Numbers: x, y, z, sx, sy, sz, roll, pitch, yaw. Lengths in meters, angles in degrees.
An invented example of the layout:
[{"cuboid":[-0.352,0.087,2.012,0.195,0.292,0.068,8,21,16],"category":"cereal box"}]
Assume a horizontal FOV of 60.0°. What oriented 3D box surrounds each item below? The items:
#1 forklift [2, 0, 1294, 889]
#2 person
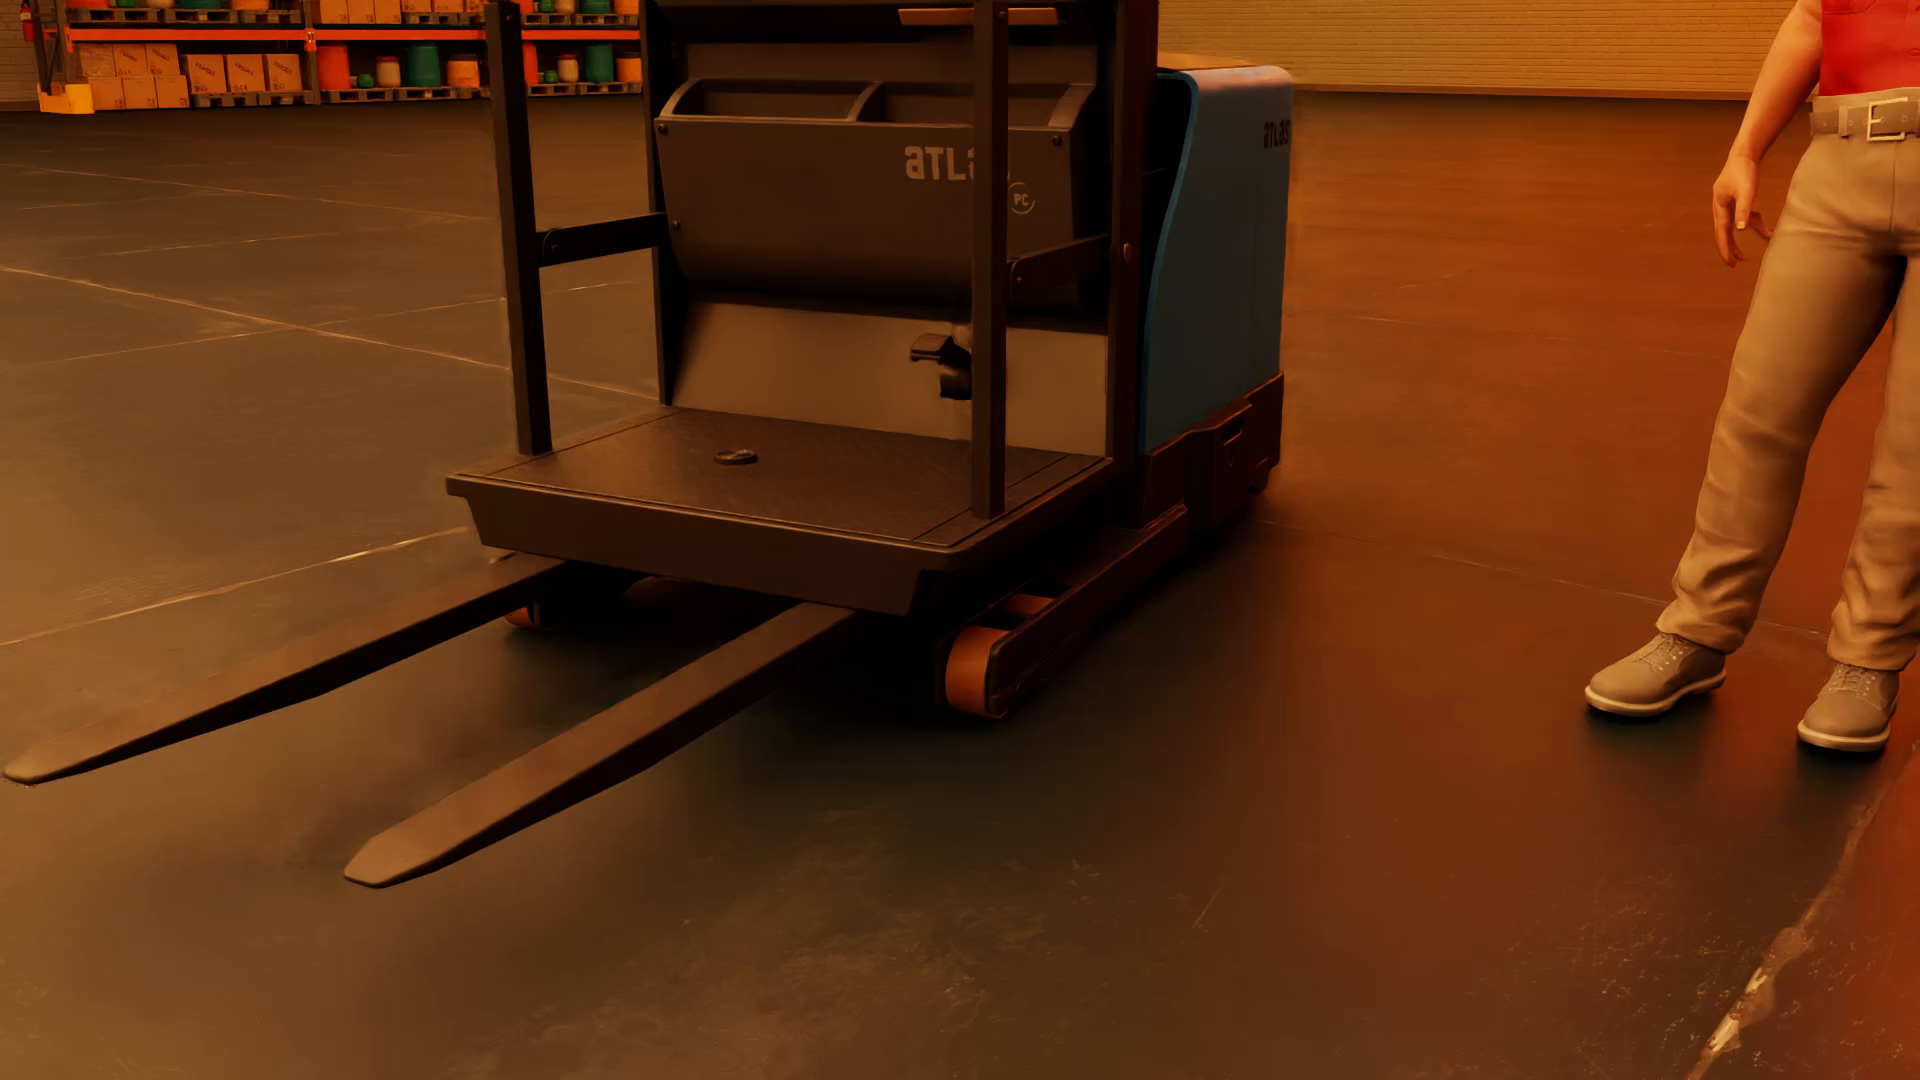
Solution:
[{"cuboid":[-0.275,-1.234,2.960,1.130,2.935,3.031,8,19,26],"category":"forklift"},{"cuboid":[1.491,-0.516,2.644,0.551,1.727,0.640,-15,23,-41],"category":"person"}]
